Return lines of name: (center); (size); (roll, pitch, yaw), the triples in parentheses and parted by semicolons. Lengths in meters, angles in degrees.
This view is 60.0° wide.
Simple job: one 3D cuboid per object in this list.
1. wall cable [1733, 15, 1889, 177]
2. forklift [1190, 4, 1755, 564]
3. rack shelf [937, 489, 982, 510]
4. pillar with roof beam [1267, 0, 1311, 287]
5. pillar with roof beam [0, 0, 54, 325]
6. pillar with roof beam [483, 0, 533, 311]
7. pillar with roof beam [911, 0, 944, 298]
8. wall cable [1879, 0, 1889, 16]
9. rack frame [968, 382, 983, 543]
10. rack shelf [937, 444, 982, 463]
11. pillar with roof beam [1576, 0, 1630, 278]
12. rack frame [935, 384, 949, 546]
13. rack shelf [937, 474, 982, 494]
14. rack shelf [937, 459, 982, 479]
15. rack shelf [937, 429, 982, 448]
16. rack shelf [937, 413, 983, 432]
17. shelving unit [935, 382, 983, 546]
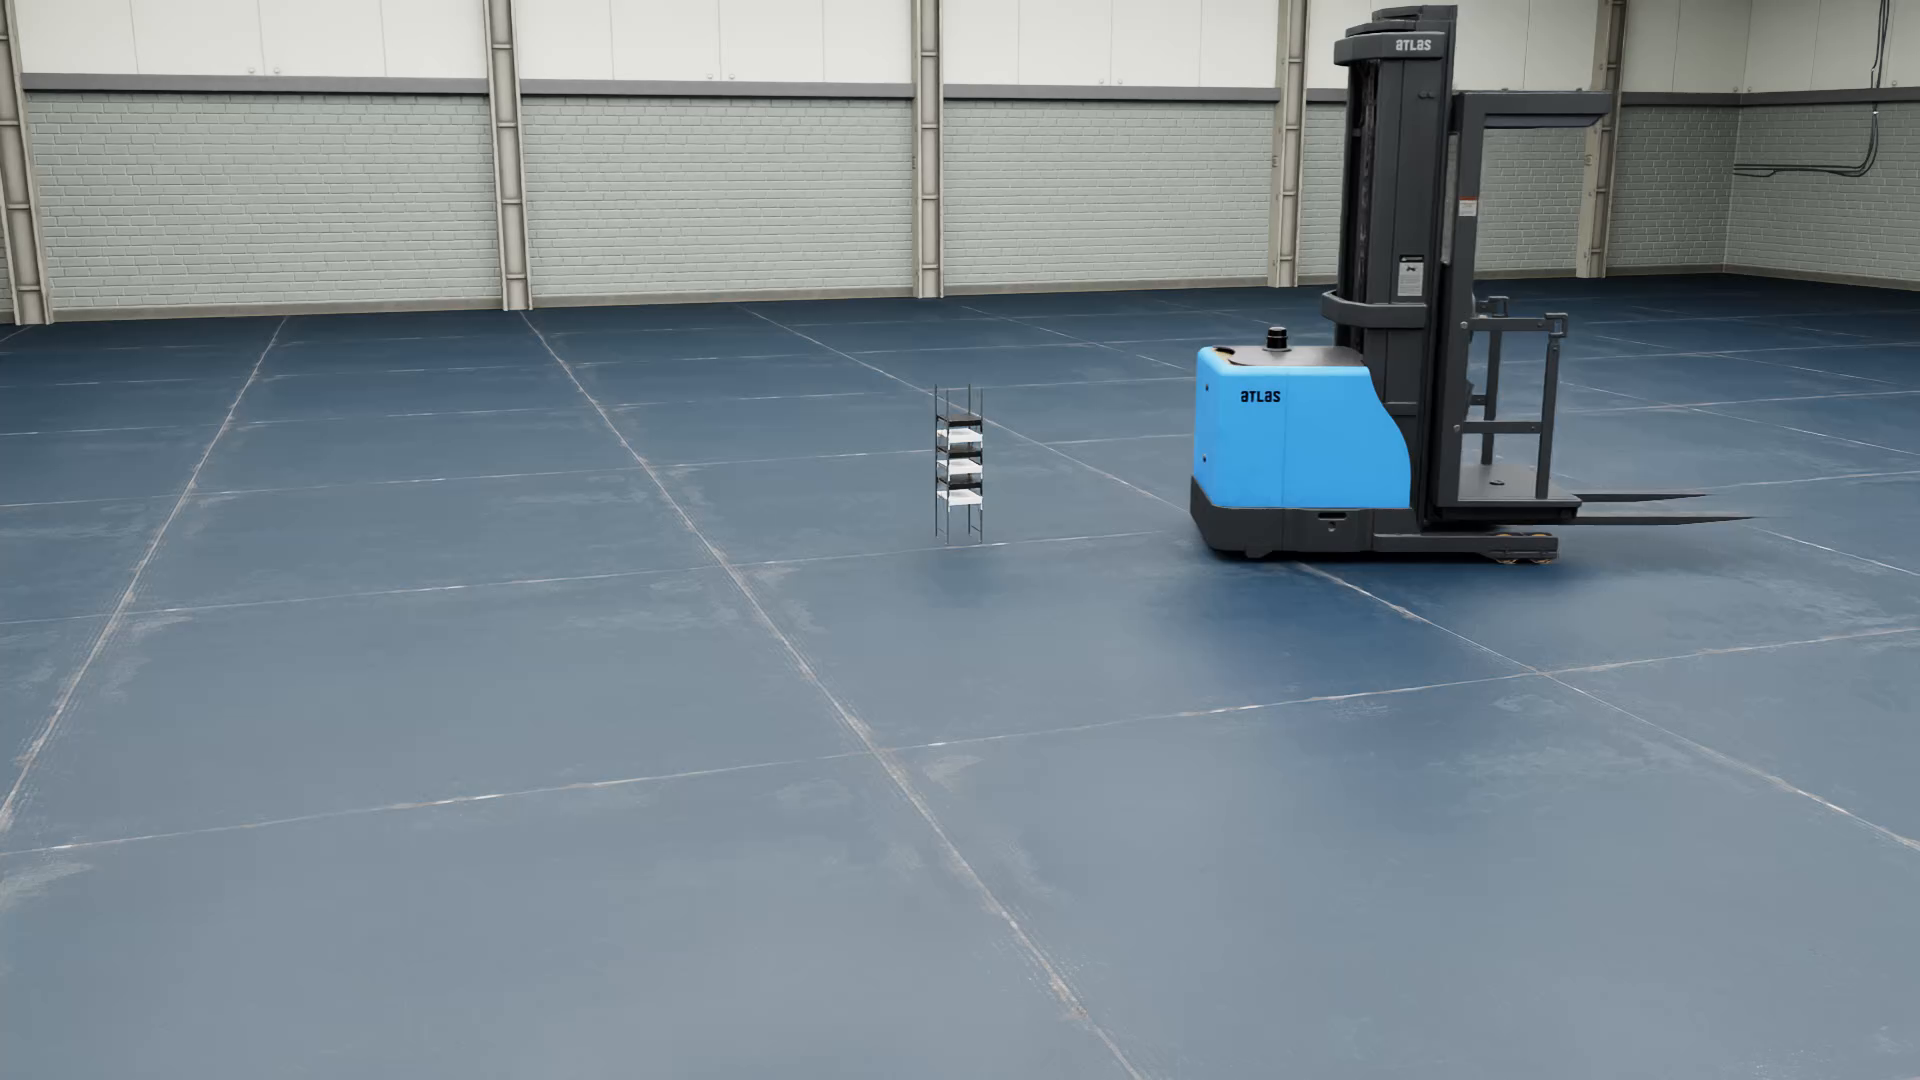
wall cable: (14.108, -7.341, 27.768); (0.112, 2.526, 3.097); (-4, 14, -18)
forklift: (2.897, -1.416, 9.263); (3.031, 2.935, 1.130); (0, 13, 0)
rack shelf: (-0.008, -0.230, 9.586); (0.200, 0.077, 0.258); (-4, 14, -18)
pillar with roof beam: (6.581, -7.537, 21.883); (0.400, 9.000, 9.100); (-4, 14, -18)
pillar with roof beam: (-10.479, -6.209, 16.298); (0.400, 9.000, 9.100); (-4, 14, -18)
pillar with roof beam: (-4.793, -6.651, 18.160); (0.400, 9.000, 9.100); (-4, 14, -18)
pillar with roof beam: (0.894, -7.094, 20.021); (0.400, 9.000, 9.100); (-4, 14, -18)
wall cable: (14.971, -9.204, 24.689); (0.112, 2.526, 3.097); (-4, 14, -18)
rack frame: (0.089, -0.445, 9.568); (0.006, 0.900, 0.240); (-4, 14, -18)
rack shelf: (-0.008, -0.492, 9.523); (0.200, 0.077, 0.258); (-4, 14, -18)
pillar with roof beam: (12.267, -7.980, 23.745); (0.400, 9.000, 9.100); (-4, 14, -18)
rack frame: (-0.104, -0.430, 9.505); (0.006, 0.900, 0.240); (-4, 14, -18)
rack shelf: (-0.008, -0.317, 9.565); (0.200, 0.077, 0.258); (-4, 14, -18)
rack shelf: (-0.008, -0.405, 9.544); (0.200, 0.077, 0.258); (-4, 14, -18)
rack shelf: (-0.008, -0.580, 9.502); (0.200, 0.077, 0.258); (-4, 14, -18)
rack shelf: (-0.008, -0.667, 9.481); (0.200, 0.077, 0.258); (-4, 14, -18)
shelving unit: (-0.008, -0.437, 9.536); (0.210, 0.900, 0.258); (-4, 14, -18)
